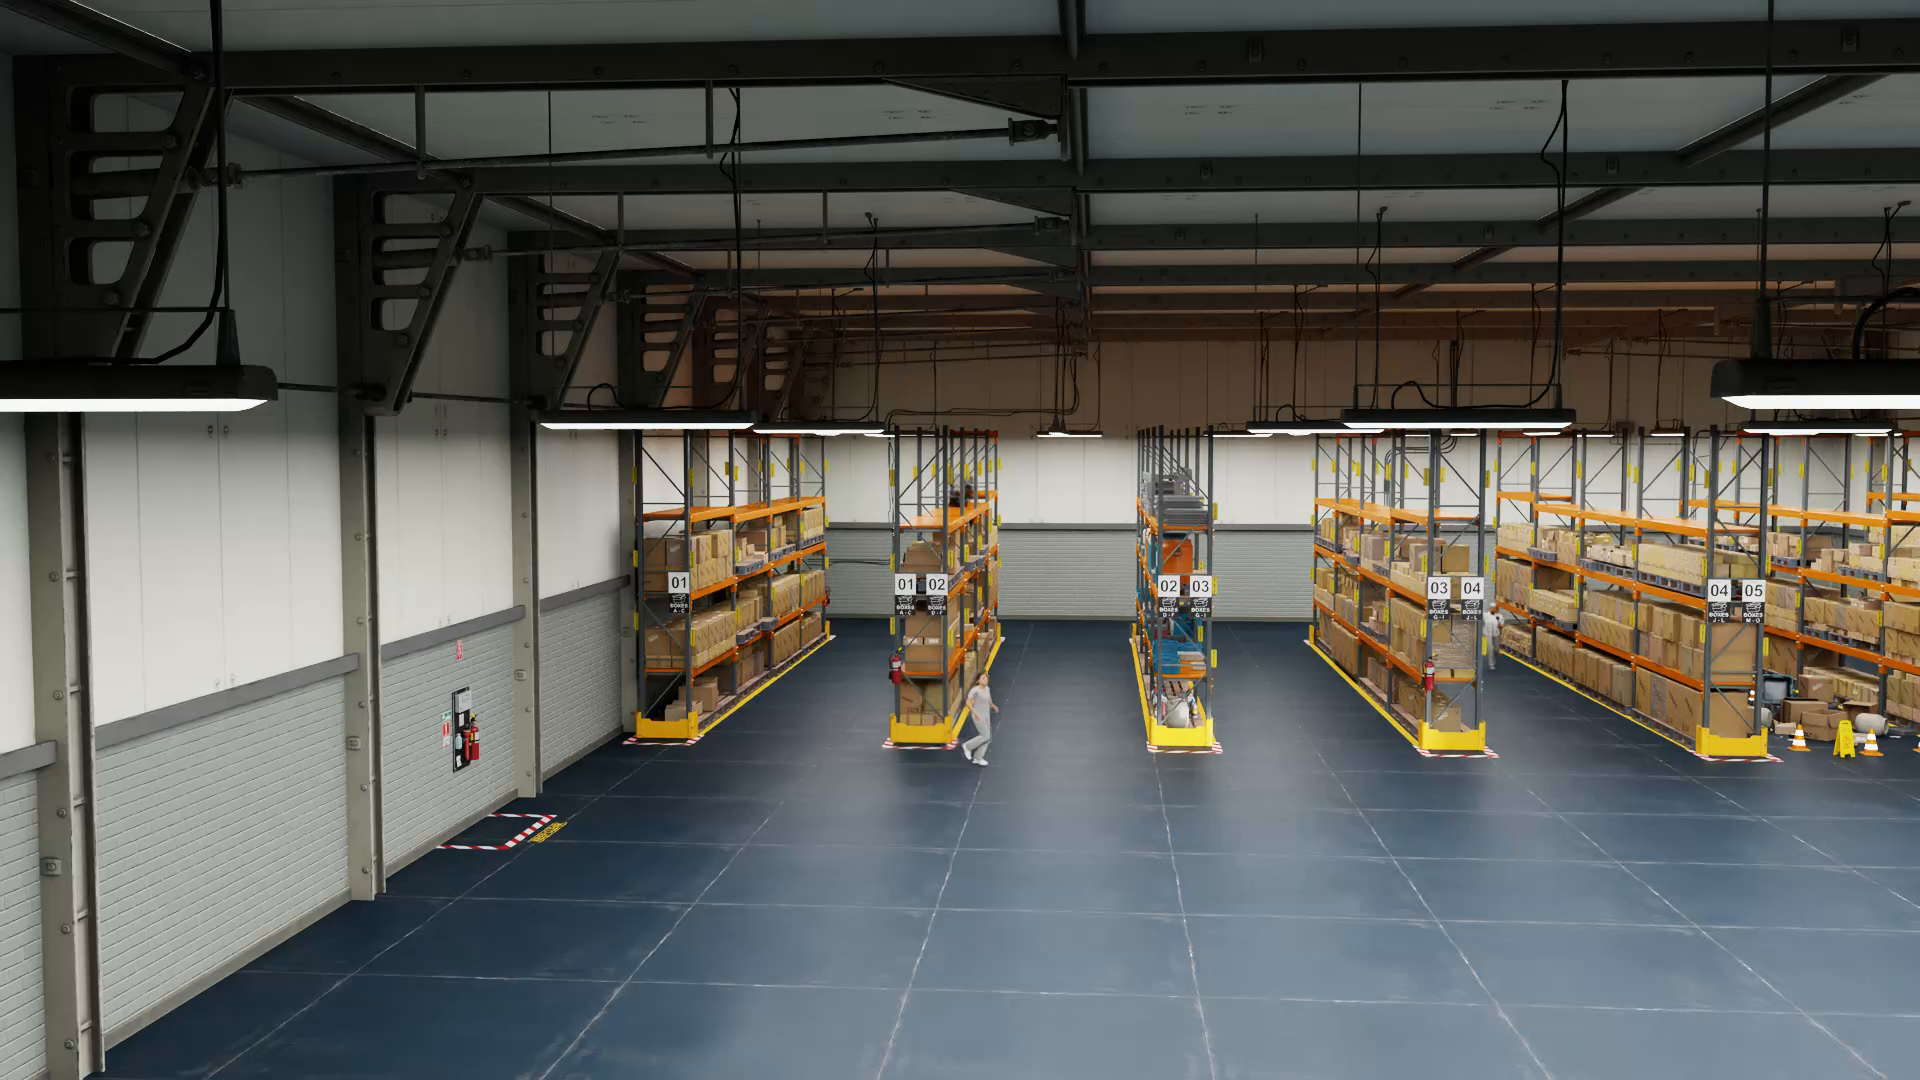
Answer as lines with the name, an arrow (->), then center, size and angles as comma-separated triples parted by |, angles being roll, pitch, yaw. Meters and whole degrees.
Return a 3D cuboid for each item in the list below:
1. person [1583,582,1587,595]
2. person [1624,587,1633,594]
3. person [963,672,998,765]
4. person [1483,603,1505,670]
person -> 17.670, 2.020, 47.339 | 0.879, 1.688, 0.565 | 0, 3, 6
person -> 18.935, 2.011, 47.205 | 0.720, 1.826, 0.725 | 0, 3, 6
person -> 0.402, 3.146, 29.373 | 0.541, 1.637, 0.557 | 3, 4, 38
person -> 13.304, 2.391, 41.570 | 0.610, 1.644, 0.855 | 1, 3, 10
